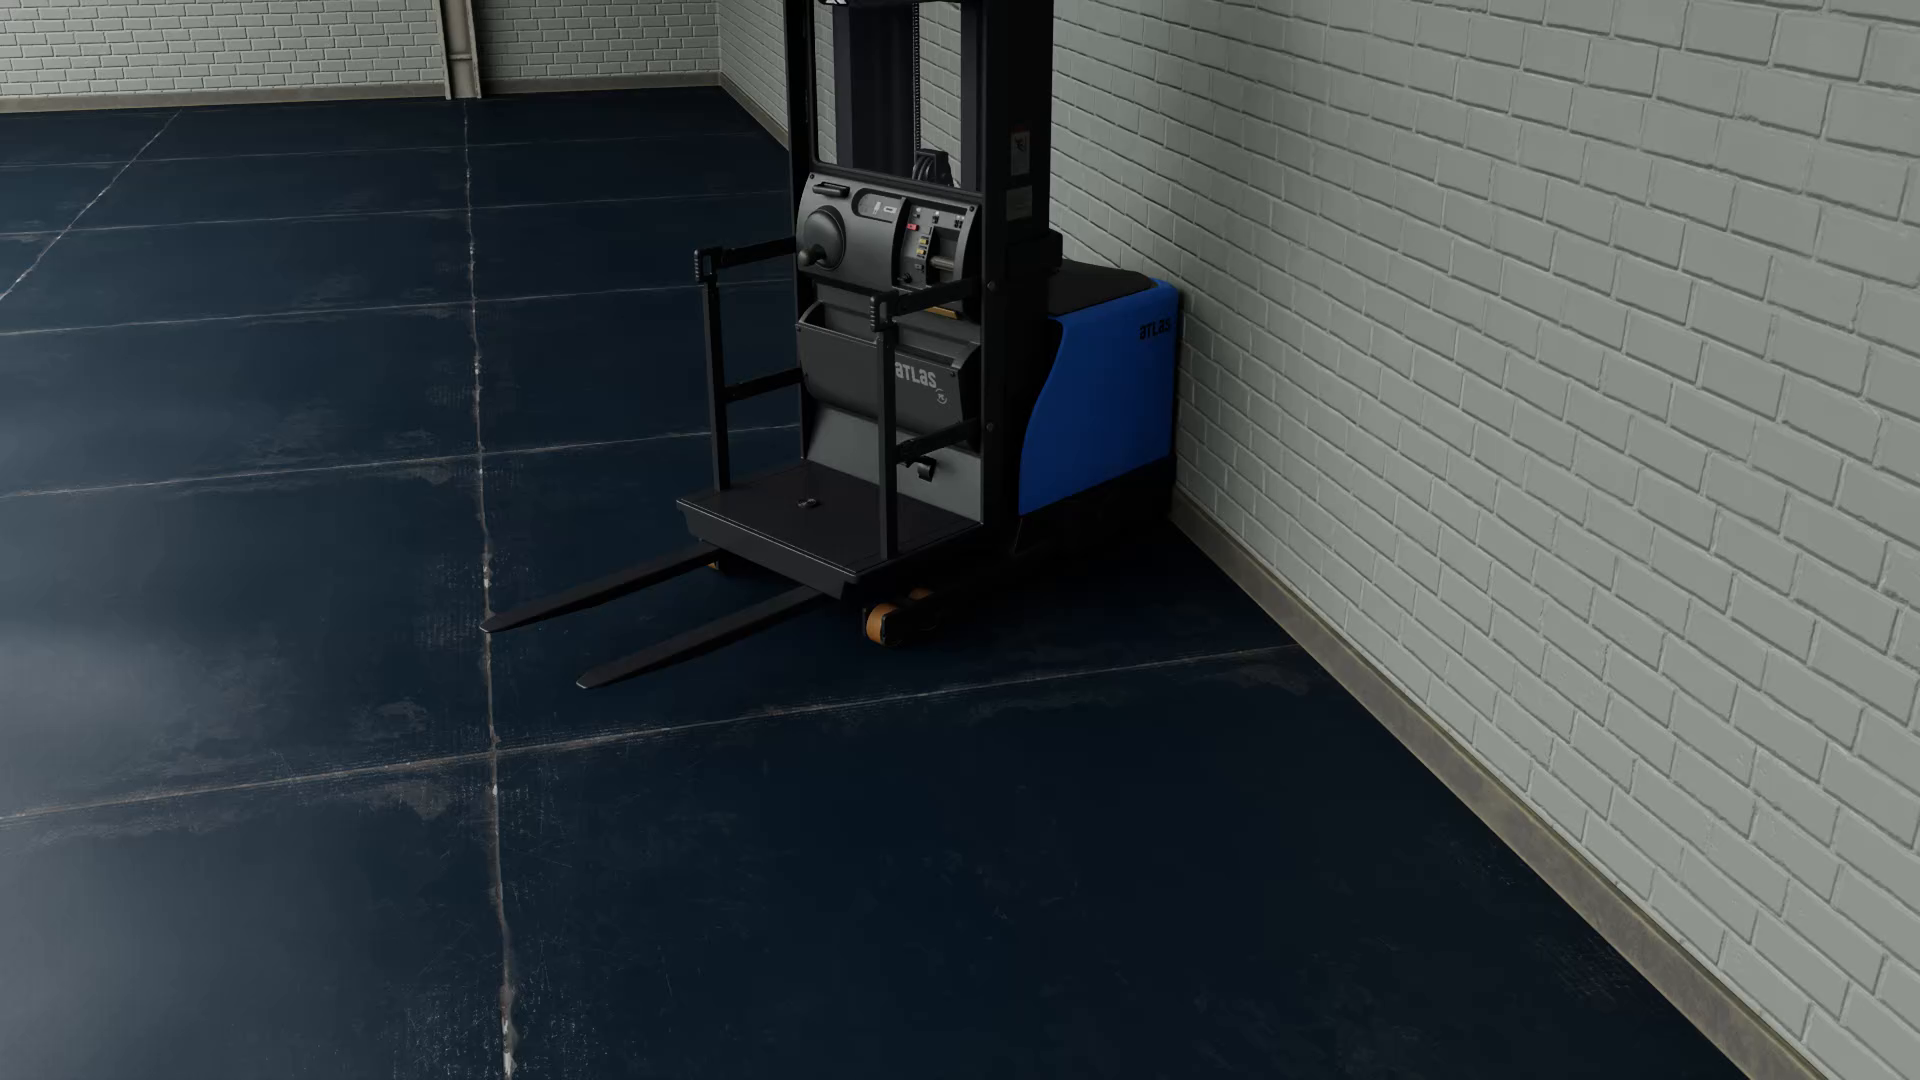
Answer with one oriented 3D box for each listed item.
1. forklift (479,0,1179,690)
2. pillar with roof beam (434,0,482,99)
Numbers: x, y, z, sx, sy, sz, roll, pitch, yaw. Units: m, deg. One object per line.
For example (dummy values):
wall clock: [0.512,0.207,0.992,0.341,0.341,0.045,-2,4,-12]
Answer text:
forklift: [-0.436,-1.168,6.256,1.130,2.935,3.031,21,31,40]
pillar with roof beam: [-4.544,-7.602,13.556,0.400,9.000,9.100,-6,24,-14]
